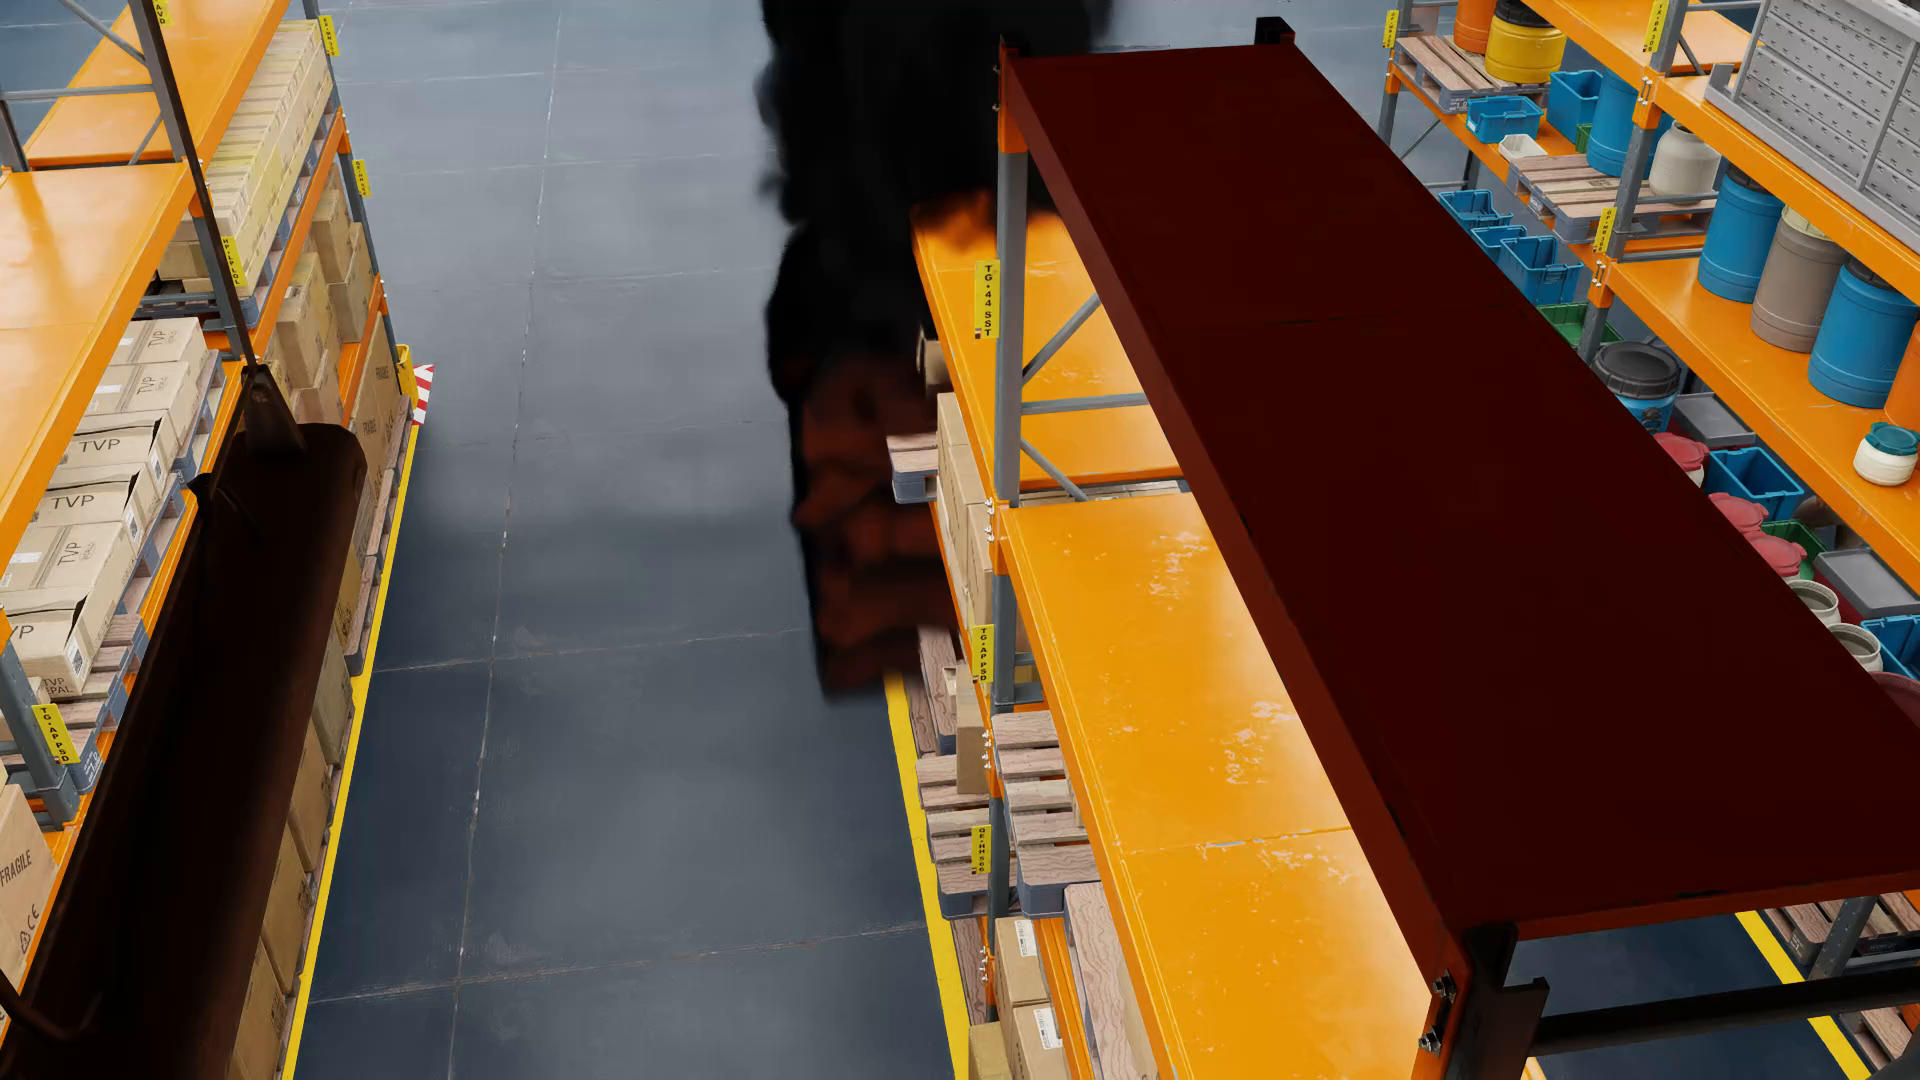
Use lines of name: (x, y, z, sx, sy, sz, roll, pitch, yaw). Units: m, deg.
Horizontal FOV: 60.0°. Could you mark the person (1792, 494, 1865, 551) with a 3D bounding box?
person: (6.594, -0.232, 12.370, 0.670, 1.773, 0.767, -3, 36, -3)
